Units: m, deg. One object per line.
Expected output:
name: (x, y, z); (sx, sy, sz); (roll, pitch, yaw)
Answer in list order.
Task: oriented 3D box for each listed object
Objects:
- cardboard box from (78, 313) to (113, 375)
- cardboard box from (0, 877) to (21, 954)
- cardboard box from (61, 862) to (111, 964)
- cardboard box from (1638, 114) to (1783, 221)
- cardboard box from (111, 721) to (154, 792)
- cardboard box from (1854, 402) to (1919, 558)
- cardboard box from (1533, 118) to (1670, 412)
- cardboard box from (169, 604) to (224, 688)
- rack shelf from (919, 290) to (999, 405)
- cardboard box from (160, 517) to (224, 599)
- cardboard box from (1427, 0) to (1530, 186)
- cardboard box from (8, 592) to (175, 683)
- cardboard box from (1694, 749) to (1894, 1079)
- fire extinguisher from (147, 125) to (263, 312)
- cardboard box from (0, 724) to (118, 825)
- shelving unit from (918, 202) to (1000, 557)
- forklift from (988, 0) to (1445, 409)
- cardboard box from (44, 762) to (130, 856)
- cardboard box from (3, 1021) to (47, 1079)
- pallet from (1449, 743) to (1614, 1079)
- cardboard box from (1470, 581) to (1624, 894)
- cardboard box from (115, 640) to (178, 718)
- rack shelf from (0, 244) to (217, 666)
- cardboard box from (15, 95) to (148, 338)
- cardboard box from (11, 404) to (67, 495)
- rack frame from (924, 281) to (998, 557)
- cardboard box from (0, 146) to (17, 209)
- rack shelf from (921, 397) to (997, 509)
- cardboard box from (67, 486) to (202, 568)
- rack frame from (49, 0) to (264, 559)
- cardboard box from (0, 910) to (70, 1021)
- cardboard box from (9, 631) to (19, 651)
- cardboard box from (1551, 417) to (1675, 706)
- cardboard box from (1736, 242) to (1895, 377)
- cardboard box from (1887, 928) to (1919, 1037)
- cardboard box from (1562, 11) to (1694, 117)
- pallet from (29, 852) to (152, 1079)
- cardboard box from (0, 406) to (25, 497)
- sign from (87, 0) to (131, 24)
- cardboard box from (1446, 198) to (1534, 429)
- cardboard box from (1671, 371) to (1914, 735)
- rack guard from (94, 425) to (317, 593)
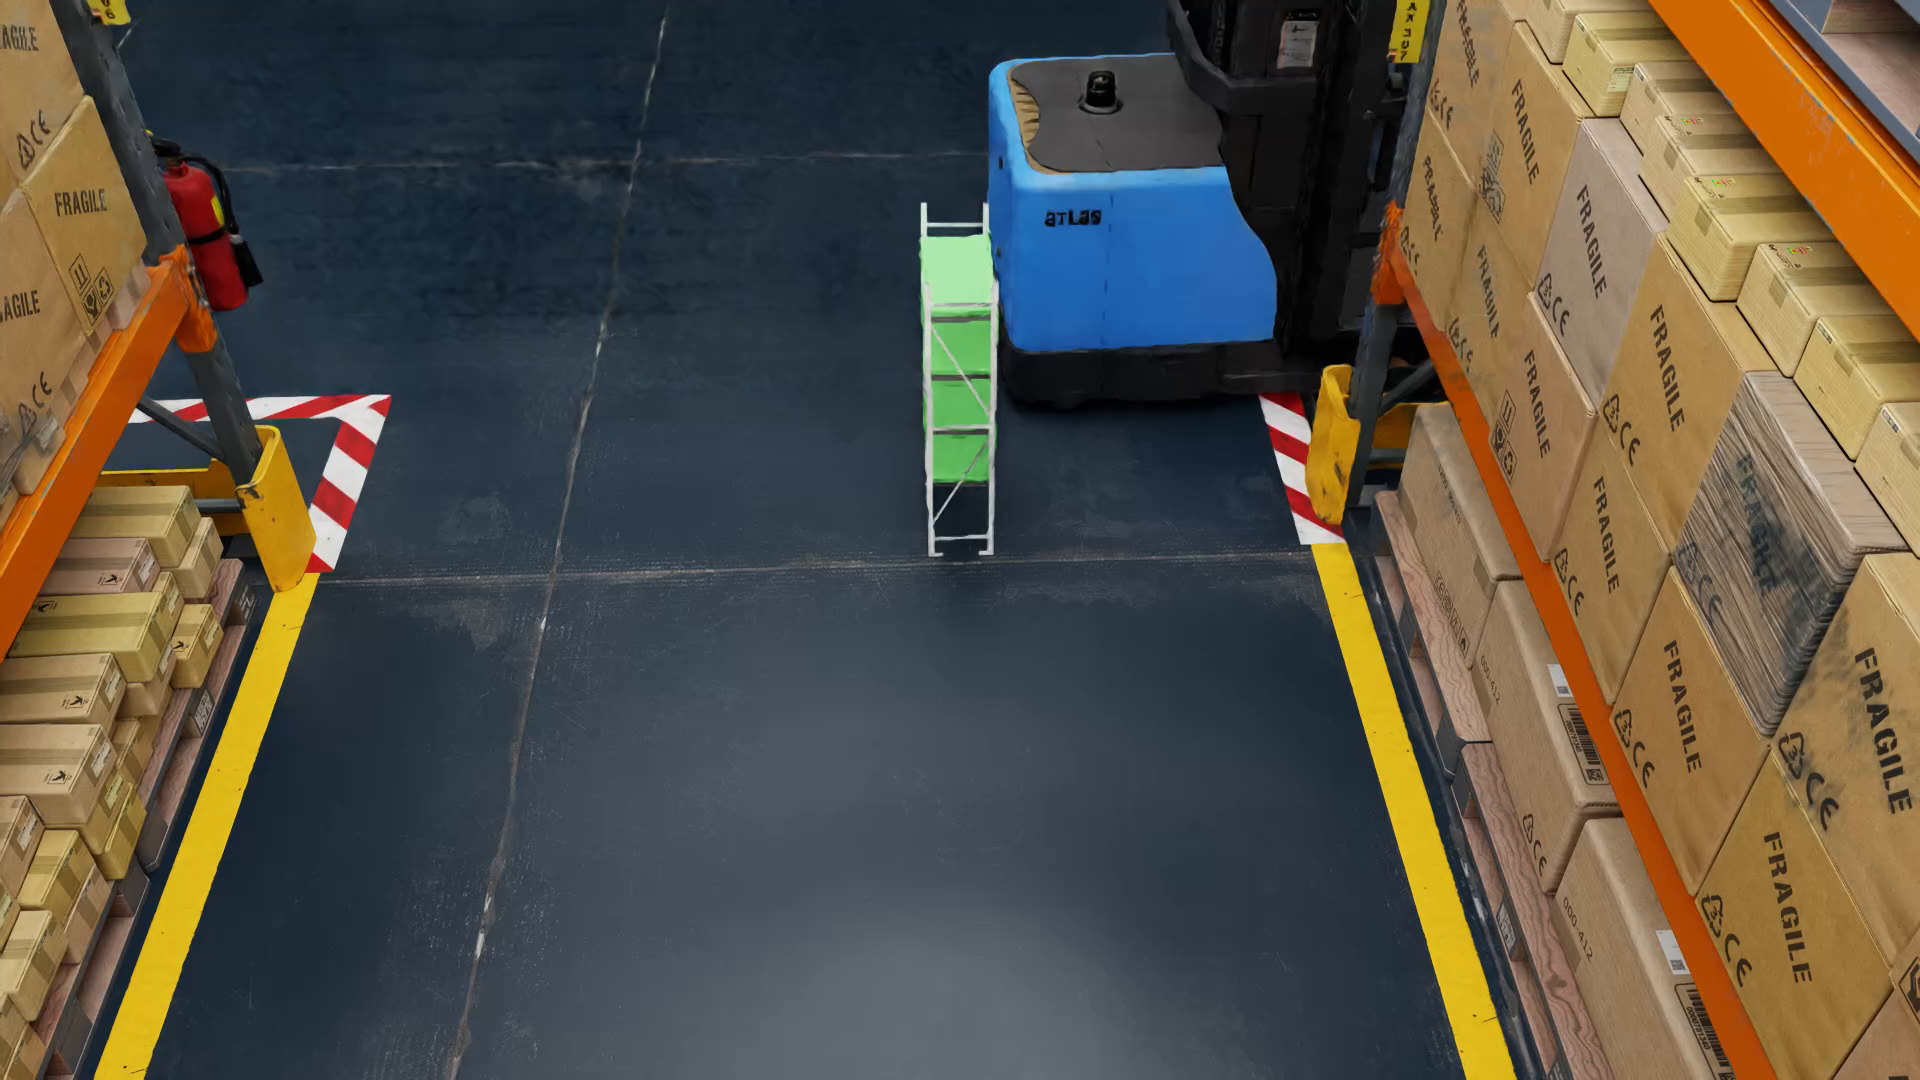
cardboard box: (-2.734, -0.595, 4.865); (0.380, 0.149, 0.250); (-2, 43, -2)
cardboard box: (-2.681, 1.015, 4.282); (0.380, 0.149, 0.250); (-1, 43, -2)
cardboard box: (-2.646, 1.051, 4.683); (0.380, 0.149, 0.250); (-1, 43, -1)
cardboard box: (1.717, -0.799, 3.608); (0.380, 0.149, 0.250); (-1, 43, -1)
cardboard box: (-2.711, 0.695, 5.071); (0.380, 0.149, 0.250); (-1, 43, -1)
cardboard box: (1.798, -0.109, 2.855); (0.380, 0.149, 0.250); (-2, 43, -2)
cardboard box: (1.733, -0.656, 3.931); (0.500, 0.500, 0.500); (-2, 43, -2)
cardboard box: (-2.660, 0.348, 5.449); (0.380, 0.149, 0.250); (0, 43, 0)
rack shelf: (-0.007, -0.684, 5.847); (0.258, 0.148, 0.480); (-2, 43, -2)
cardboard box: (-2.695, 0.066, 5.536); (0.380, 0.149, 0.250); (-3, 43, -3)
cardboard box: (1.674, -1.352, 4.691); (0.500, 0.500, 0.500); (-3, 43, -3)
cardboard box: (-2.636, 0.301, 5.060); (0.380, 0.149, 0.250); (-3, 43, -3)
cardboard box: (1.806, 0.732, 3.157); (0.500, 0.500, 0.500); (-3, 43, -3)
fire extinguisher: (-2.552, -1.085, 5.547); (0.296, 0.674, 0.183); (-2, 43, -2)
cardboard box: (-2.621, 0.658, 4.671); (0.380, 0.149, 0.250); (0, 43, 0)
shelving unit: (-0.007, -0.554, 5.966); (0.258, 1.200, 0.503); (-2, 43, -2)
forklift: (1.655, -2.028, 6.293); (3.031, 2.935, 1.130); (-4, 43, -4)
cardboard box: (-2.637, 0.766, 4.773); (0.380, 0.149, 0.250); (-1, 43, -1)
cardboard box: (-2.623, 1.399, 4.303); (0.380, 0.149, 0.250); (-3, 43, -3)
pallet: (2.099, 1.109, 4.884); (1.003, 0.211, 1.213); (-2, 43, -2)
cardboard box: (2.114, 0.572, 4.992); (0.875, 0.438, 0.875); (-1, 43, -1)
cardboard box: (-2.671, 0.417, 5.154); (0.380, 0.149, 0.250); (-3, 43, -4)
rack shelf: (-2.918, 0.547, 3.965); (1.077, 0.370, 4.000); (-2, 43, -2)
cardboard box: (-2.727, -0.919, 4.738); (0.500, 0.500, 0.500); (-1, 43, -1)
cardboard box: (-2.674, -0.254, 4.493); (0.380, 0.149, 0.250); (-1, 43, -1)
rack frame: (0.003, -0.389, 5.787); (0.240, 1.200, 0.015); (-2, 43, -2)
cardboard box: (-2.713, -0.939, 4.021); (0.500, 0.500, 0.500); (-3, 43, -3)
rack shelf: (-0.007, -0.330, 6.172); (0.258, 0.148, 0.480); (-2, 43, -2)
cardboard box: (-2.727, -0.041, 5.434); (0.380, 0.149, 0.250); (-1, 43, -1)
rack frame: (-3.003, -1.068, 5.195); (1.000, 3.000, 0.127); (-2, 43, -2)
cardboard box: (-2.605, 1.125, 4.381); (0.380, 0.149, 0.250); (-1, 43, -1)
cardboard box: (-3.207, 0.365, 5.431); (0.380, 0.149, 0.250); (-2, 43, -2)
cardboard box: (1.763, 0.039, 3.913); (0.500, 0.500, 0.500); (0, 43, 0)
cardboard box: (1.761, -0.452, 3.229); (0.380, 0.149, 0.250); (-2, 43, -2)
cardboard box: (1.812, 0.706, 2.446); (0.500, 0.500, 0.500); (-2, 43, -2)
cardboard box: (1.685, -1.145, 3.985); (0.380, 0.149, 0.250); (-3, 43, -3)
pallet: (-2.952, 1.382, 4.586); (1.003, 0.211, 1.213); (-2, 43, -2)
cardboard box: (-2.679, -0.229, 3.986); (0.500, 0.500, 0.500); (-2, 43, -2)
sign: (-2.447, -1.614, 4.700); (0.100, 0.325, 0.005); (-2, 43, -2)
cardboard box: (1.721, -0.642, 4.657); (0.500, 0.500, 0.500); (-2, 43, -2)
cardboard box: (1.768, 0.020, 3.195); (0.500, 0.500, 0.500); (-1, 43, -1)
rack guard: (-3.000, -0.095, 5.984); (1.175, 0.500, 0.348); (-2, 43, -2)
